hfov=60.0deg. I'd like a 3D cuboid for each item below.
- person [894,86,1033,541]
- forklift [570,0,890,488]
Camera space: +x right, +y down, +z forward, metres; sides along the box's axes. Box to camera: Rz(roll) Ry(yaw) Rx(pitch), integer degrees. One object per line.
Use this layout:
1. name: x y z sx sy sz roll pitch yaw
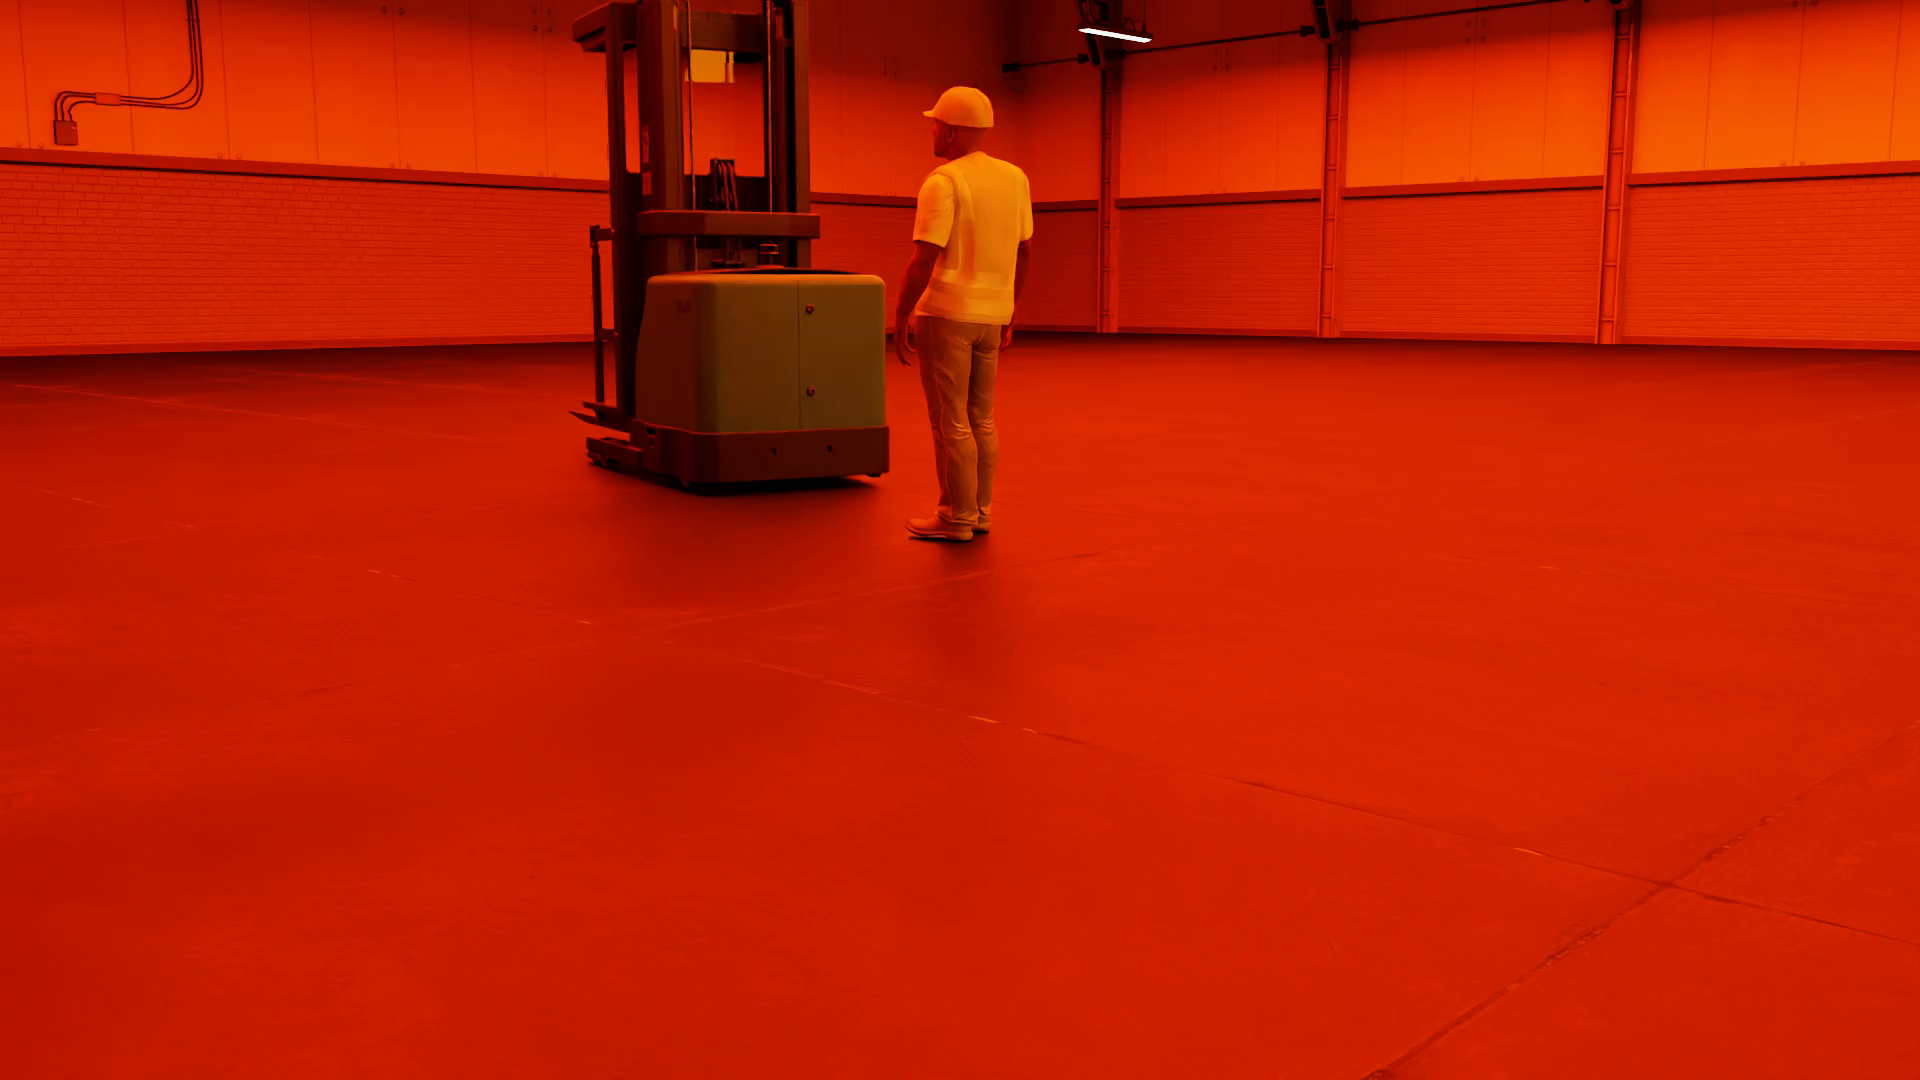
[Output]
1. person: -0.047 -0.888 6.637 0.575 1.768 0.665 8 12 43
2. forklift: -1.503 -1.884 9.384 1.130 2.935 3.031 -5 10 -28
